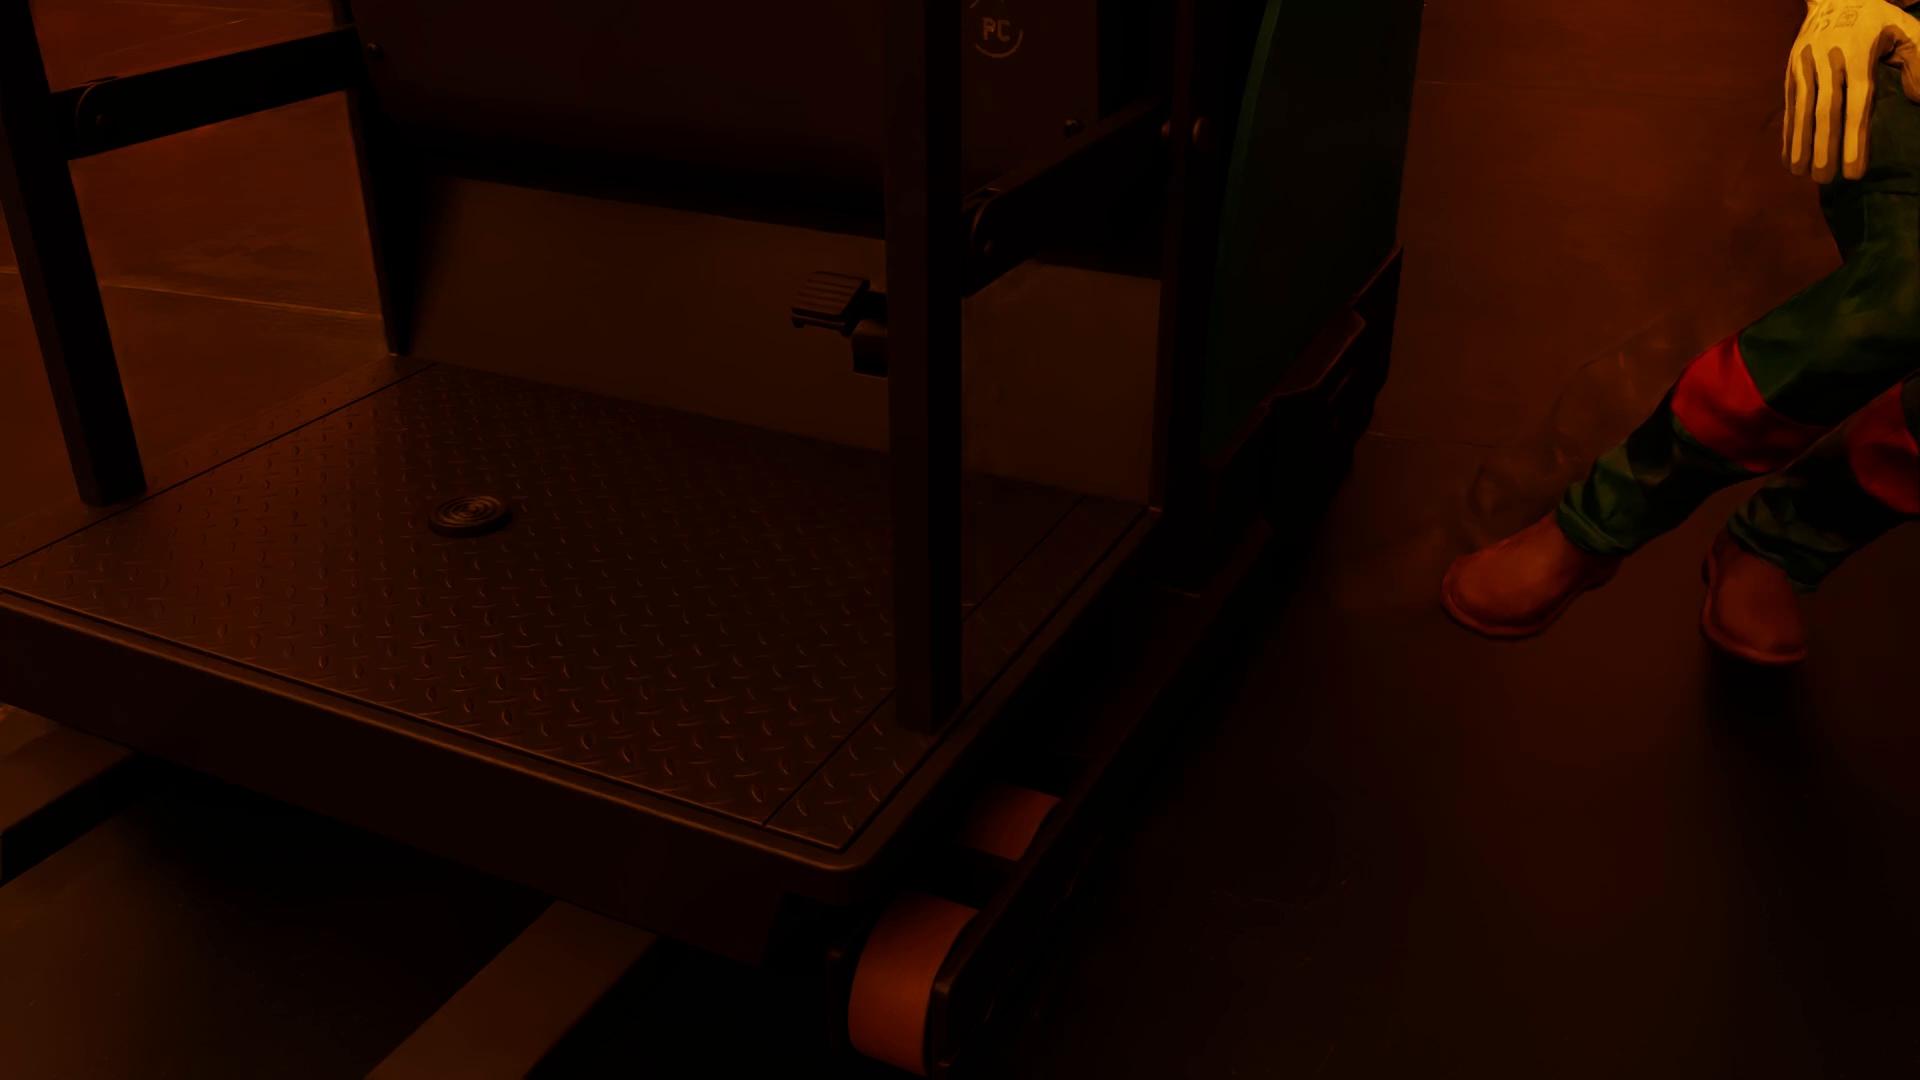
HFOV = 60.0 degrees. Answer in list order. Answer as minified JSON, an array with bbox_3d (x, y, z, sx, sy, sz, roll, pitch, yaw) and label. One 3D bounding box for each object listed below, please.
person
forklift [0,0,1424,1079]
[{"bbox_3d":[1.183,-0.467,1.697,1.187,1.501,0.934,-4,27,-9],"label":"person"},{"bbox_3d":[-0.355,-1.042,1.317,1.130,2.935,3.031,13,30,23],"label":"forklift"}]
